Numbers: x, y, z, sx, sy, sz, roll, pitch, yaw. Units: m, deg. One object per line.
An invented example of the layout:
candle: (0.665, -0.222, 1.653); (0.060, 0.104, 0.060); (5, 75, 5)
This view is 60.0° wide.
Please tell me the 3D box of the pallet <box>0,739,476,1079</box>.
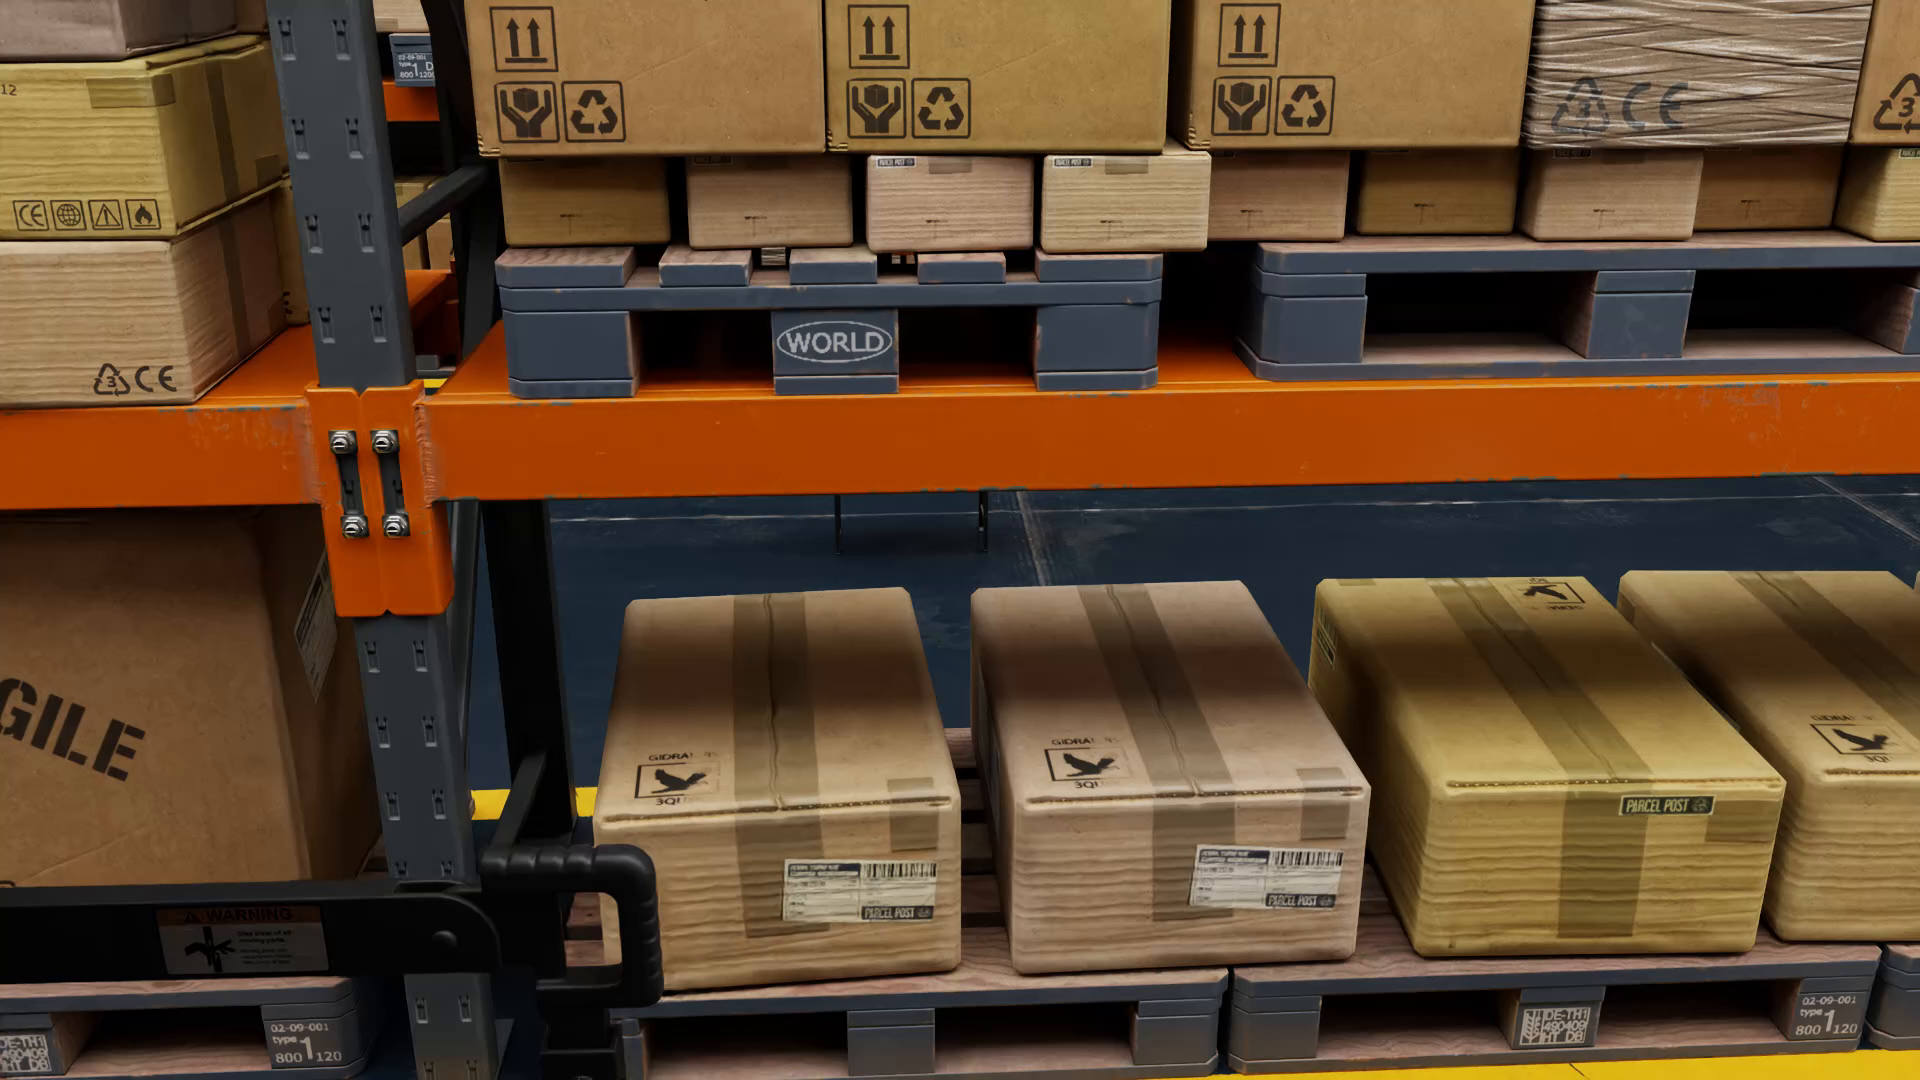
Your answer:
pallet: (-1.722, 0.722, 3.428); (1.213, 0.211, 1.003); (-1, 21, -3)

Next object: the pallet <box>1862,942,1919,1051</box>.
pallet: (2.286, 0.668, 3.571); (1.213, 0.211, 1.003); (-1, 21, -3)

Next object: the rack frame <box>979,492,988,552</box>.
rack frame: (0.078, -0.562, 5.412); (0.015, 1.200, 0.240); (-1, 21, -3)

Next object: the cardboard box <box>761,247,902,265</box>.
cardboard box: (-0.594, -1.428, 7.903); (0.625, 0.625, 0.875); (-1, 21, -1)

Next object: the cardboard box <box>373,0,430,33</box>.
cardboard box: (-2.252, -2.324, 7.129); (0.500, 0.250, 0.500); (-2, 21, -6)

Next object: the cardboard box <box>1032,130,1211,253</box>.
cardboard box: (0.241, -0.571, 2.669); (0.250, 0.149, 0.380); (-1, 21, -3)

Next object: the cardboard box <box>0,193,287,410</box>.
cardboard box: (-1.420, -0.398, 2.661); (0.500, 0.250, 0.500); (-2, 21, -5)

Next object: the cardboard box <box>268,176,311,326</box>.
cardboard box: (-1.433, -0.580, 3.139); (0.500, 0.250, 0.500); (-2, 21, -4)

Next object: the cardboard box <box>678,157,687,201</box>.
cardboard box: (-0.616, -0.740, 3.111); (0.250, 0.149, 0.380); (0, 21, -1)

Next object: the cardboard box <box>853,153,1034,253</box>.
cardboard box: (-0.035, -0.573, 2.673); (0.250, 0.149, 0.380); (-3, 21, -7)

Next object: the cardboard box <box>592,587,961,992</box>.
cardboard box: (-0.365, 0.453, 3.318); (0.625, 0.372, 0.950); (-3, 21, -7)

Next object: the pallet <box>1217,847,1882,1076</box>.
pallet: (1.065, 0.694, 3.503); (1.213, 0.211, 1.003); (-1, 21, -3)

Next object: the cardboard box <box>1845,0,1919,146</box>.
cardboard box: (1.605, -0.924, 2.684); (0.500, 0.500, 0.500); (0, 21, -1)

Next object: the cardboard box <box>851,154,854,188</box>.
cardboard box: (-0.104, -0.792, 3.248); (0.250, 0.149, 0.380); (-1, 21, -4)

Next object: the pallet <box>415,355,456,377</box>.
pallet: (-1.965, -1.029, 8.027); (1.213, 0.211, 1.003); (-1, 21, -3)

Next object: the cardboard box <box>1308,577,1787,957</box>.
cardboard box: (1.128, 0.422, 3.400); (0.625, 0.372, 0.950); (0, 21, -1)

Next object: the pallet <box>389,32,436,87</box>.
pallet: (-1.890, -2.205, 7.468); (1.003, 0.211, 1.213); (-1, 21, -3)

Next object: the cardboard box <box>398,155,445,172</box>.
cardboard box: (-2.543, -1.763, 8.048); (0.250, 0.149, 0.380); (-2, 21, -6)

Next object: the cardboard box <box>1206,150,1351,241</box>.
cardboard box: (0.477, -0.604, 2.754); (0.250, 0.149, 0.380); (0, 21, 0)

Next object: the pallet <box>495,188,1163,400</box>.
pallet: (-0.225, -0.533, 3.075); (1.003, 0.211, 1.213); (-1, 21, -3)

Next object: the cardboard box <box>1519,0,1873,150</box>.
cardboard box: (1.082, -0.913, 2.655); (0.500, 0.500, 0.500); (-2, 21, -5)

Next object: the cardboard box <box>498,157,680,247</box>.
cardboard box: (-0.595, -0.590, 2.718); (0.250, 0.149, 0.380); (-2, 21, -6)

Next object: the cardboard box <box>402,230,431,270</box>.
cardboard box: (-2.650, -1.259, 7.635); (0.500, 0.500, 0.500); (0, 21, -1)

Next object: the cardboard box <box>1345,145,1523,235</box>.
cardboard box: (0.757, -0.623, 2.806); (0.250, 0.149, 0.380); (0, 21, -1)

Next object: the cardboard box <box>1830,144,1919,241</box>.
cardboard box: (1.546, -0.607, 2.761); (0.250, 0.149, 0.380); (-1, 21, -3)

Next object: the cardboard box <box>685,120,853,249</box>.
cardboard box: (-0.311, -0.584, 2.702); (0.250, 0.149, 0.380); (-2, 21, -6)

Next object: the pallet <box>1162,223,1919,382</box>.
pallet: (1.044, -0.536, 3.082); (1.213, 0.211, 1.003); (-1, 21, -3)

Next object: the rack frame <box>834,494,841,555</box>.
rack frame: (-0.409, -0.552, 5.386); (0.015, 1.200, 0.240); (-1, 21, -3)

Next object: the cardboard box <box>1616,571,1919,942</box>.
cardboard box: (1.822, 0.407, 3.438); (0.625, 0.372, 0.950); (0, 21, 0)

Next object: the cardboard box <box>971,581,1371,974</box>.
cardboard box: (0.371, 0.435, 3.364); (0.625, 0.372, 0.950); (-2, 21, -4)

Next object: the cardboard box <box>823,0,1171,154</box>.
cardboard box: (0.052, -0.893, 2.601); (0.500, 0.500, 0.500); (0, 21, 0)

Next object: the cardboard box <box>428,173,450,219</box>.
cardboard box: (-2.232, -1.559, 7.511); (0.250, 0.149, 0.380); (-2, 21, -5)

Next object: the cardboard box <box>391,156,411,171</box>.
cardboard box: (-2.801, -1.741, 7.988); (0.250, 0.149, 0.380); (-2, 21, -4)

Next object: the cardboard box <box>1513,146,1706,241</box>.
cardboard box: (1.021, -0.606, 2.759); (0.250, 0.149, 0.380); (-1, 21, -1)

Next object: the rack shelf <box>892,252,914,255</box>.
rack shelf: (-0.165, -0.925, 5.259); (0.480, 0.148, 0.258); (-1, 21, -3)

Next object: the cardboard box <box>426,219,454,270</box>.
cardboard box: (-2.127, -1.270, 7.665); (0.500, 0.500, 0.500); (-1, 21, -4)

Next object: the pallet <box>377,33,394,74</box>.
pallet: (-3.158, -2.203, 7.461); (1.213, 0.211, 1.003); (-1, 21, -3)

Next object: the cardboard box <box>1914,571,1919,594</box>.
cardboard box: (2.540, 0.392, 3.480); (0.625, 0.372, 0.950); (-1, 21, -2)

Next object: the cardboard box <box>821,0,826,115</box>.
cardboard box: (-0.492, -1.061, 3.042); (0.500, 0.500, 0.500); (-2, 21, -5)

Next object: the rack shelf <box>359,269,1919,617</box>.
rack shelf: (1.067, -0.275, 3.139); (4.000, 0.370, 1.077); (-1, 21, -3)

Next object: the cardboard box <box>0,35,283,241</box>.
cardboard box: (-1.399, -0.634, 2.579); (0.500, 0.250, 0.500); (-1, 21, -3)

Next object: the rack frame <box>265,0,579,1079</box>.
rack frame: (-0.930, -0.571, 2.904); (0.127, 3.000, 1.000); (-1, 21, -3)

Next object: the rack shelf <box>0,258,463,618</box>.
rack shelf: (-2.927, -0.194, 2.925); (4.000, 0.370, 1.077); (-1, 21, -3)

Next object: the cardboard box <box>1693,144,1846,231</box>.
cardboard box: (1.277, -0.638, 2.843); (0.250, 0.149, 0.380); (-2, 21, -5)

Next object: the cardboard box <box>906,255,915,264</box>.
cardboard box: (0.058, -1.444, 7.946); (0.625, 0.625, 0.875); (0, 21, -1)

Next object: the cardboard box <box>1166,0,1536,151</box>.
cardboard box: (0.582, -0.906, 2.636); (0.500, 0.500, 0.500); (-1, 21, -2)

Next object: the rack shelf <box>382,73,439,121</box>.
rack shelf: (-3.214, -1.957, 7.556); (4.000, 0.370, 1.077); (-1, 21, -3)

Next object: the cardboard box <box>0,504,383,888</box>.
cardboard box: (-1.624, 0.211, 3.248); (0.875, 0.875, 0.875); (-1, 21, -4)

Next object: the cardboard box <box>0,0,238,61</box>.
cardboard box: (-1.431, -0.981, 2.437); (0.500, 0.500, 0.500); (-2, 21, -5)

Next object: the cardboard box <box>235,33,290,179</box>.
cardboard box: (-1.450, -0.812, 3.045); (0.500, 0.250, 0.500); (-1, 21, -3)

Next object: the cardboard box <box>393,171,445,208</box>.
cardboard box: (-2.498, -1.570, 7.539); (0.250, 0.149, 0.380); (-1, 21, -1)

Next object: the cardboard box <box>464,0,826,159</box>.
cardboard box: (-0.468, -0.880, 2.567); (0.500, 0.500, 0.500); (-2, 21, -5)

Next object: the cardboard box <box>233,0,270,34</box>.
cardboard box: (-1.436, -1.161, 2.910); (0.500, 0.500, 0.500); (-2, 21, -5)

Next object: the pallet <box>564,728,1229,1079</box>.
pallet: (-0.150, 0.717, 3.440); (1.213, 0.211, 1.003); (-1, 21, -3)

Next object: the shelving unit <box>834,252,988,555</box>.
shelving unit: (-0.165, -0.557, 5.399); (0.503, 1.200, 0.258); (-1, 21, -3)
